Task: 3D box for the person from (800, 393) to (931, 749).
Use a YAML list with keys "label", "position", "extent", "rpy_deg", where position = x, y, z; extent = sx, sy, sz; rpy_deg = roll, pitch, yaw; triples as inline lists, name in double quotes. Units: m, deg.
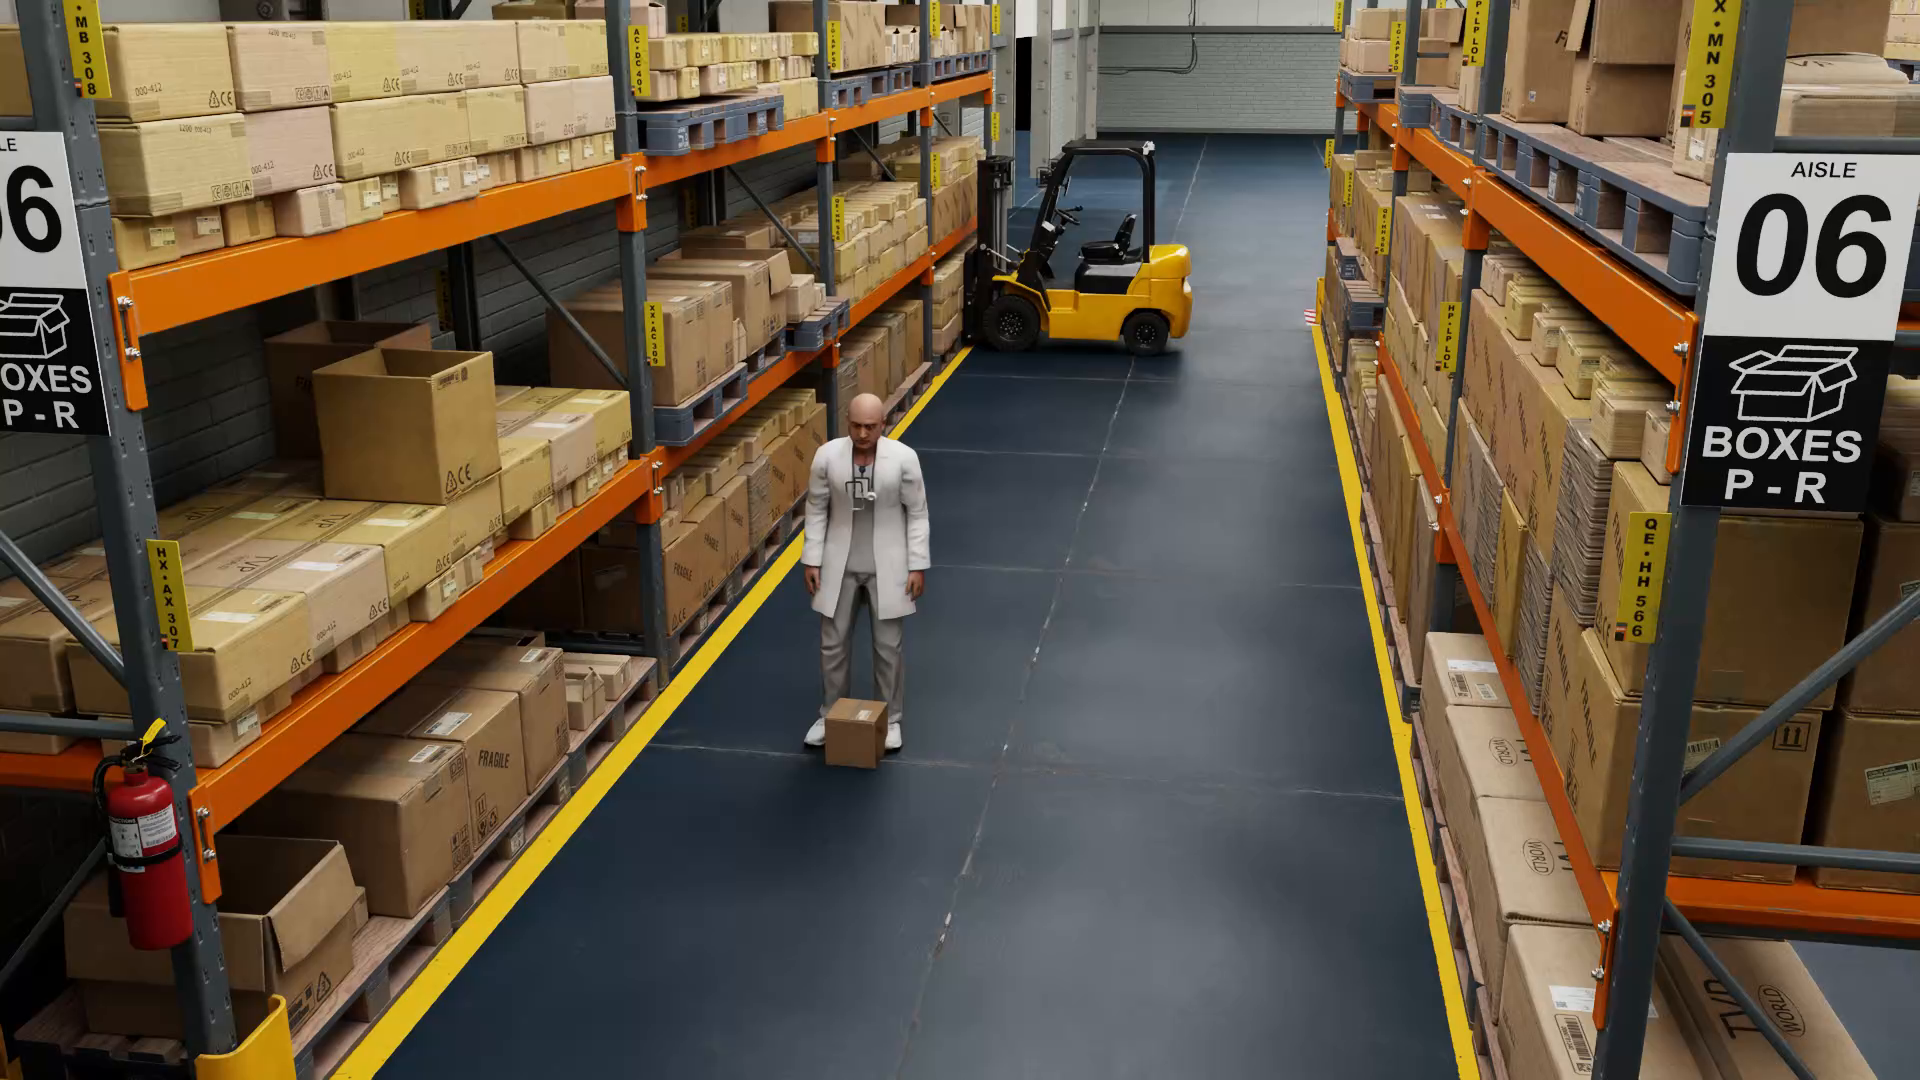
- label: "person"
  position: [-0.464, 0.142, 8.131]
  extent: [0.643, 1.772, 0.429]
  rpy_deg: [2, 18, 6]
